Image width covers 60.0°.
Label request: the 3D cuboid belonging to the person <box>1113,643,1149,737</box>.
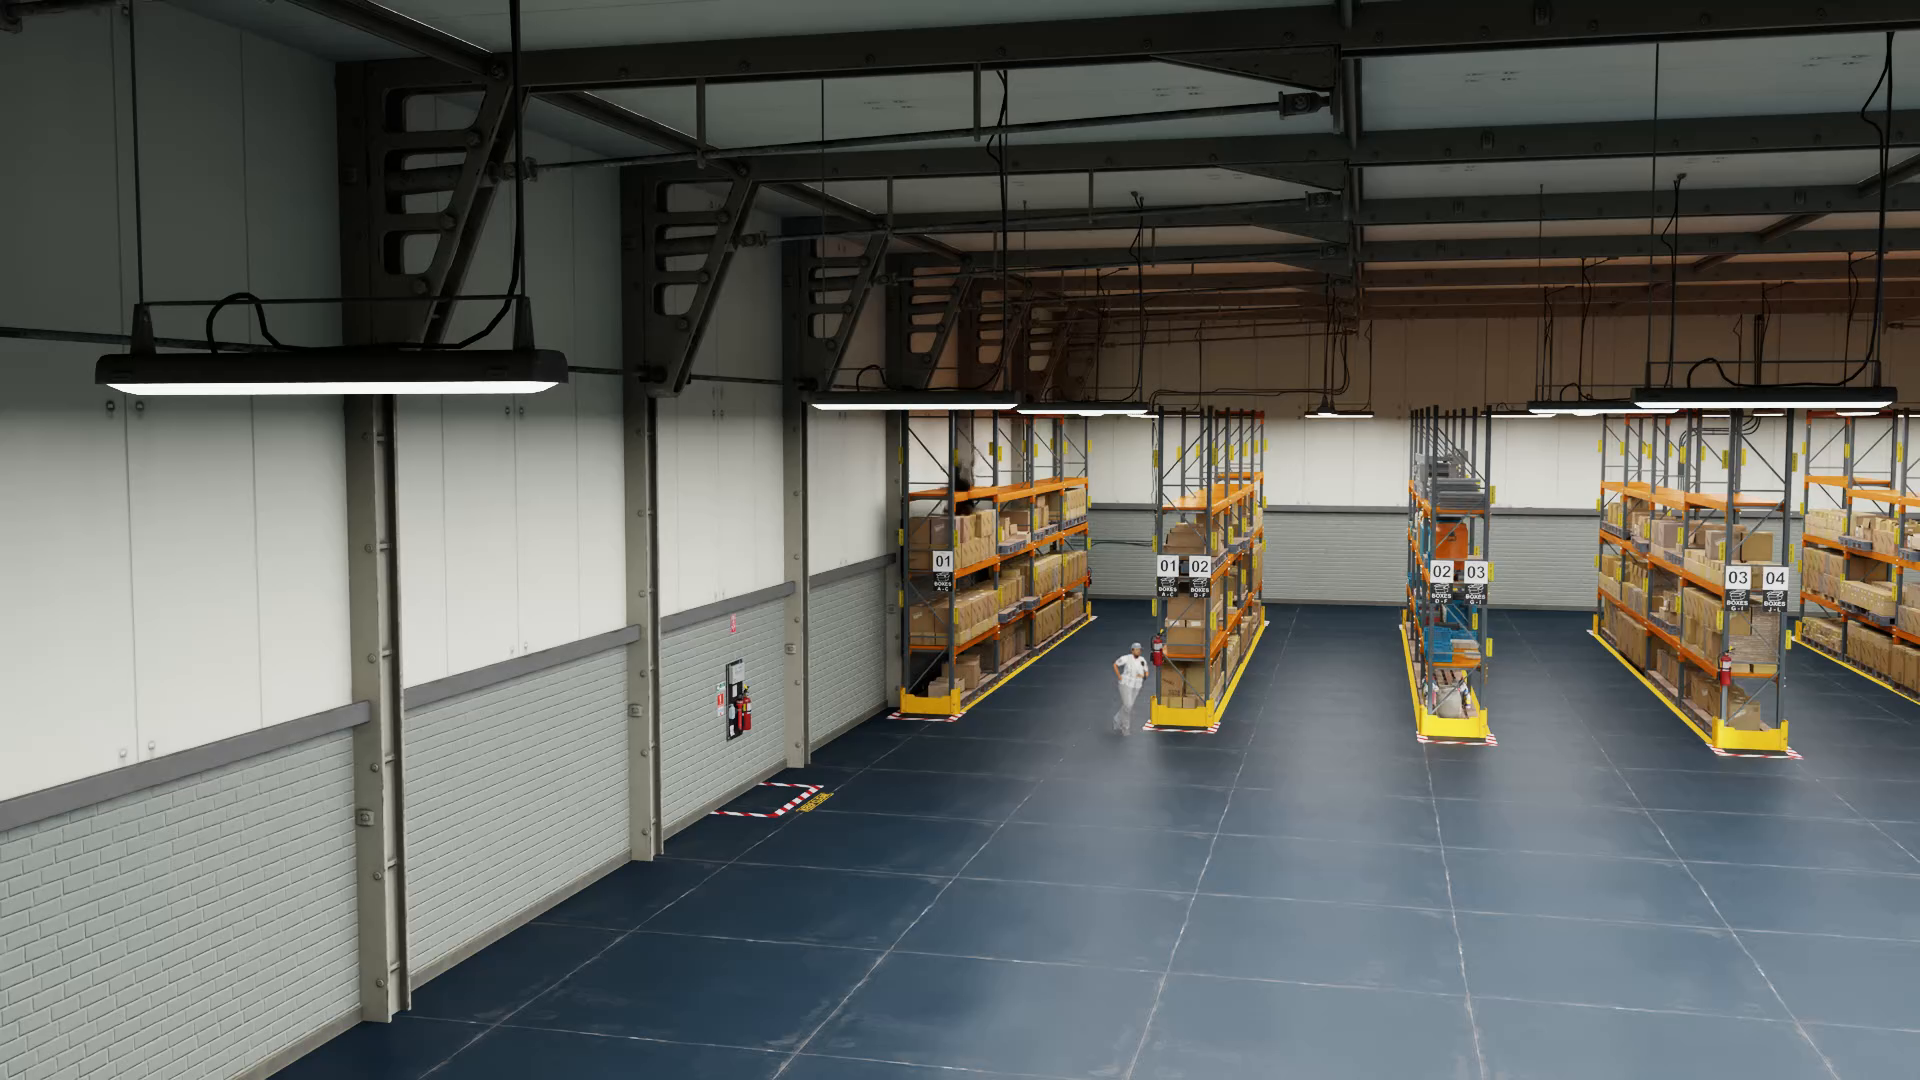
[{"bbox_3d":[3.129,2.729,30.566,0.625,1.712,0.748,-2,5,-27],"label":"person"}]
